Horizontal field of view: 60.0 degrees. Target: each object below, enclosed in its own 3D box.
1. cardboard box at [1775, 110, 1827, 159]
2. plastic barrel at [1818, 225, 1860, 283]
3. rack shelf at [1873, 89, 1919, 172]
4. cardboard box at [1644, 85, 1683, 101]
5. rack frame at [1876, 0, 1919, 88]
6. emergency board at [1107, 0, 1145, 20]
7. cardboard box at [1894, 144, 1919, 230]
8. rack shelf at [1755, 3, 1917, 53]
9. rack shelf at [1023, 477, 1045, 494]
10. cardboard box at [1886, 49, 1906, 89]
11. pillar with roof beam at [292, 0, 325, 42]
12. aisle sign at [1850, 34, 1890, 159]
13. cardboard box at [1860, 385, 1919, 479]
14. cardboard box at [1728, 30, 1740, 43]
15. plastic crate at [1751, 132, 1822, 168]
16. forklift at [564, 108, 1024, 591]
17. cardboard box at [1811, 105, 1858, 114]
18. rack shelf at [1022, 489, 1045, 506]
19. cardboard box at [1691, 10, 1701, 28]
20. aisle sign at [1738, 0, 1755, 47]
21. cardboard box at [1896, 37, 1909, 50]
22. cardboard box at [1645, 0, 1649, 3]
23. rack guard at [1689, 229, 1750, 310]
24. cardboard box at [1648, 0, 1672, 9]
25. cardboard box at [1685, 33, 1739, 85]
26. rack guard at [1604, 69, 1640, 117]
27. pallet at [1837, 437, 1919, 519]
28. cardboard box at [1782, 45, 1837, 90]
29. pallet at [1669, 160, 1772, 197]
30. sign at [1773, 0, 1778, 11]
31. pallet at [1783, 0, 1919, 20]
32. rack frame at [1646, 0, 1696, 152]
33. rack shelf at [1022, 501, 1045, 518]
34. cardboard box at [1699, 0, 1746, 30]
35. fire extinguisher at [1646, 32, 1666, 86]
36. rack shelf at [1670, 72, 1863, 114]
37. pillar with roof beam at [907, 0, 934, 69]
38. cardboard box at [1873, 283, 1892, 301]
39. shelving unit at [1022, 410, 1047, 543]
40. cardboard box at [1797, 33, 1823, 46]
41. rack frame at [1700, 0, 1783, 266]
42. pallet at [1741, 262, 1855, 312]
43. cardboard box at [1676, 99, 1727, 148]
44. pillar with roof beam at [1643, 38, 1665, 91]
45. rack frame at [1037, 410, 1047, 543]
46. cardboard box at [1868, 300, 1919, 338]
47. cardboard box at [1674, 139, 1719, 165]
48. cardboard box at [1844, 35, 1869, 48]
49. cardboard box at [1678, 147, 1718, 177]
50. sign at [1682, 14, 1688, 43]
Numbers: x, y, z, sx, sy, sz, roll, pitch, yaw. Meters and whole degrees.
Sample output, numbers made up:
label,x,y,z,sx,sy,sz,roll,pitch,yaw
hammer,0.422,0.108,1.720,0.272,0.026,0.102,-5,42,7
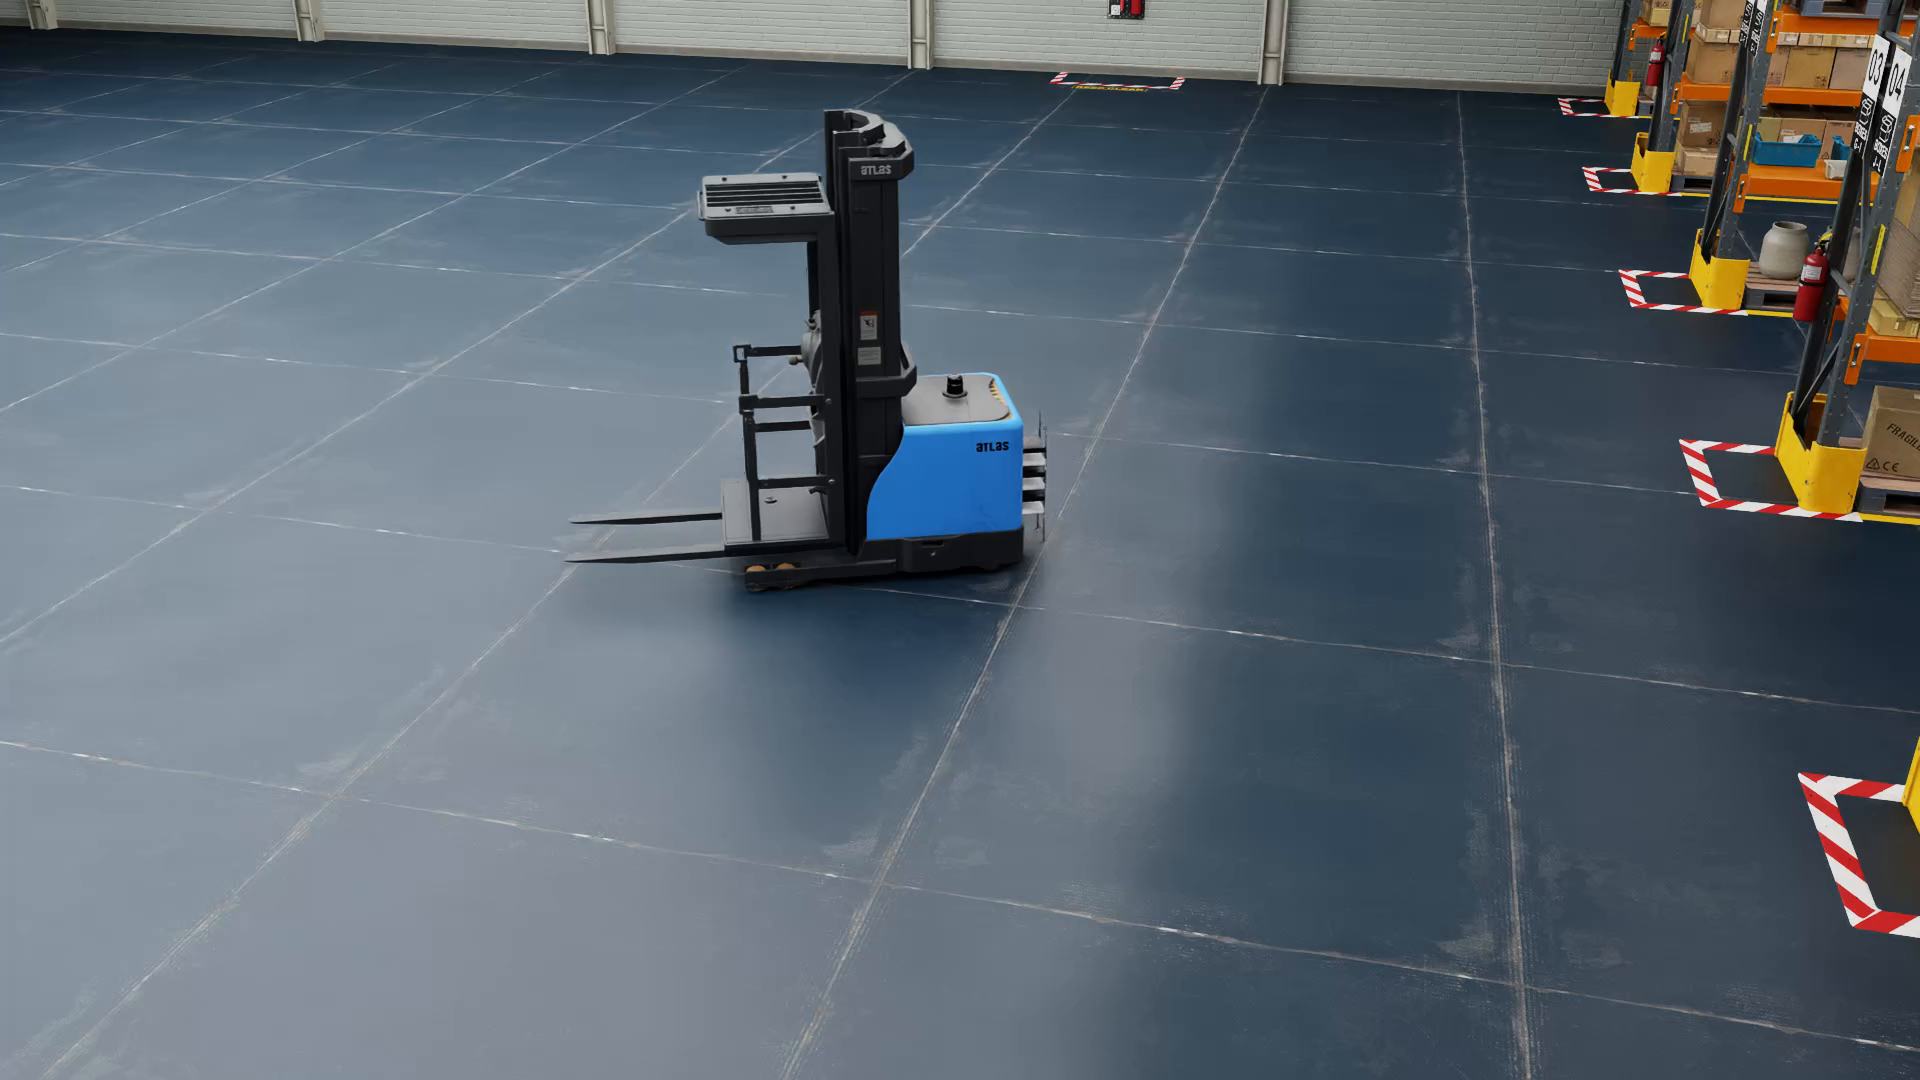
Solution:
label,x,y,z,sx,sy,sz,roll,pitch,yaw
cardboard box,10.260,-4.962,20.401,0.500,0.500,0.500,6,26,13
plastic barrel,8.729,-2.838,16.509,0.421,0.512,0.421,0,25,0
rack shelf,8.290,-2.617,10.987,4.000,0.370,1.077,6,26,13
cardboard box,10.702,-6.862,25.171,0.500,0.311,0.500,3,26,7
rack frame,6.353,-4.511,10.638,0.127,3.000,1.000,6,26,13
emergency board,2.753,-9.196,27.459,0.643,1.169,0.194,6,26,13
cardboard box,6.948,-2.477,11.719,0.500,0.500,0.500,6,26,13
rack shelf,9.524,-4.679,15.318,4.000,0.370,1.077,6,26,13
rack shelf,0.466,-0.396,11.494,0.200,0.077,0.258,-4,26,-8
cardboard box,11.269,-5.697,19.991,0.500,0.500,0.700,7,26,14
pillar with roof beam,-13.368,-11.760,25.863,0.400,9.000,9.100,6,26,13
aisle sign,6.368,-3.107,11.645,0.004,0.787,0.394,6,26,13
cardboard box,6.954,-0.789,12.219,0.500,0.500,0.500,11,28,23
cardboard box,9.407,-6.105,20.094,0.250,0.149,0.380,6,26,12
plastic crate,8.146,-3.868,16.439,0.616,0.251,0.499,6,26,13
forklift,-1.135,-1.230,10.805,3.031,2.935,1.130,-4,26,-8
cardboard box,10.874,-5.124,20.743,0.500,0.500,0.500,6,26,13
rack shelf,0.466,-0.315,11.533,0.200,0.077,0.258,-4,26,-8
cardboard box,10.954,-7.696,24.458,0.500,0.250,0.500,5,26,11
aisle sign,7.591,-5.169,15.975,0.004,0.787,0.394,6,26,13
cardboard box,11.152,-5.912,19.689,0.250,0.149,0.380,7,26,14
cardboard box,10.564,-8.306,24.868,0.500,0.500,0.500,6,26,12
rack guard,7.672,-2.747,16.820,0.348,0.500,1.175,6,26,13
cardboard box,10.442,-8.092,24.418,0.500,0.500,0.500,6,26,13
cardboard box,9.273,-5.916,20.451,0.500,0.500,0.700,6,26,13
rack guard,10.128,-6.852,25.442,0.348,0.500,1.175,6,26,13
pallet,7.205,-0.433,12.296,1.213,0.211,1.003,6,26,13
cardboard box,10.262,-5.806,20.221,0.500,0.500,0.700,6,26,13
pallet,9.575,-4.602,21.053,1.213,0.211,1.003,6,26,13
sign,7.446,-4.994,15.132,0.005,0.325,0.100,6,26,13
pallet,8.364,-5.004,15.383,1.213,0.211,1.003,6,26,13
rack frame,8.824,-5.926,20.589,0.127,3.000,1.000,6,26,13
rack shelf,0.466,-0.233,11.571,0.200,0.077,0.258,-4,26,-8
cardboard box,9.324,-6.496,20.161,0.500,0.500,0.700,6,26,13
fire extinguisher,8.825,-6.097,21.038,0.183,0.674,0.296,6,26,13
rack shelf,10.761,-5.387,20.294,4.000,0.370,1.077,6,26,13
pillar with roof beam,-1.746,-10.475,23.165,0.400,9.000,9.100,6,26,13
cardboard box,6.681,-1.744,12.098,0.250,0.149,0.380,6,26,13
shelving unit,0.466,-0.426,11.480,0.210,0.900,0.258,-4,26,-8
cardboard box,10.151,-6.022,19.921,0.250,0.149,0.380,5,26,11
rack frame,7.587,-3.864,16.258,0.127,3.000,1.000,6,26,13
pallet,8.458,-2.527,16.694,1.213,0.211,1.003,6,26,13
cardboard box,9.418,-5.279,21.068,0.500,0.500,0.500,6,26,13
pillar with roof beam,9.875,-9.190,20.466,0.400,9.000,9.100,6,26,13
rack frame,0.567,-0.433,11.494,0.006,0.900,0.240,-4,26,-8
cardboard box,6.570,-1.559,11.709,0.250,0.149,0.380,6,26,13
cardboard box,9.417,-4.939,21.228,0.500,0.250,0.500,6,26,13
cardboard box,10.639,-5.967,19.805,0.250,0.149,0.380,7,26,13
cardboard box,9.288,-4.724,20.775,0.500,0.250,0.500,6,26,13
sign,8.680,-6.122,19.902,0.005,0.325,0.100,6,26,13
